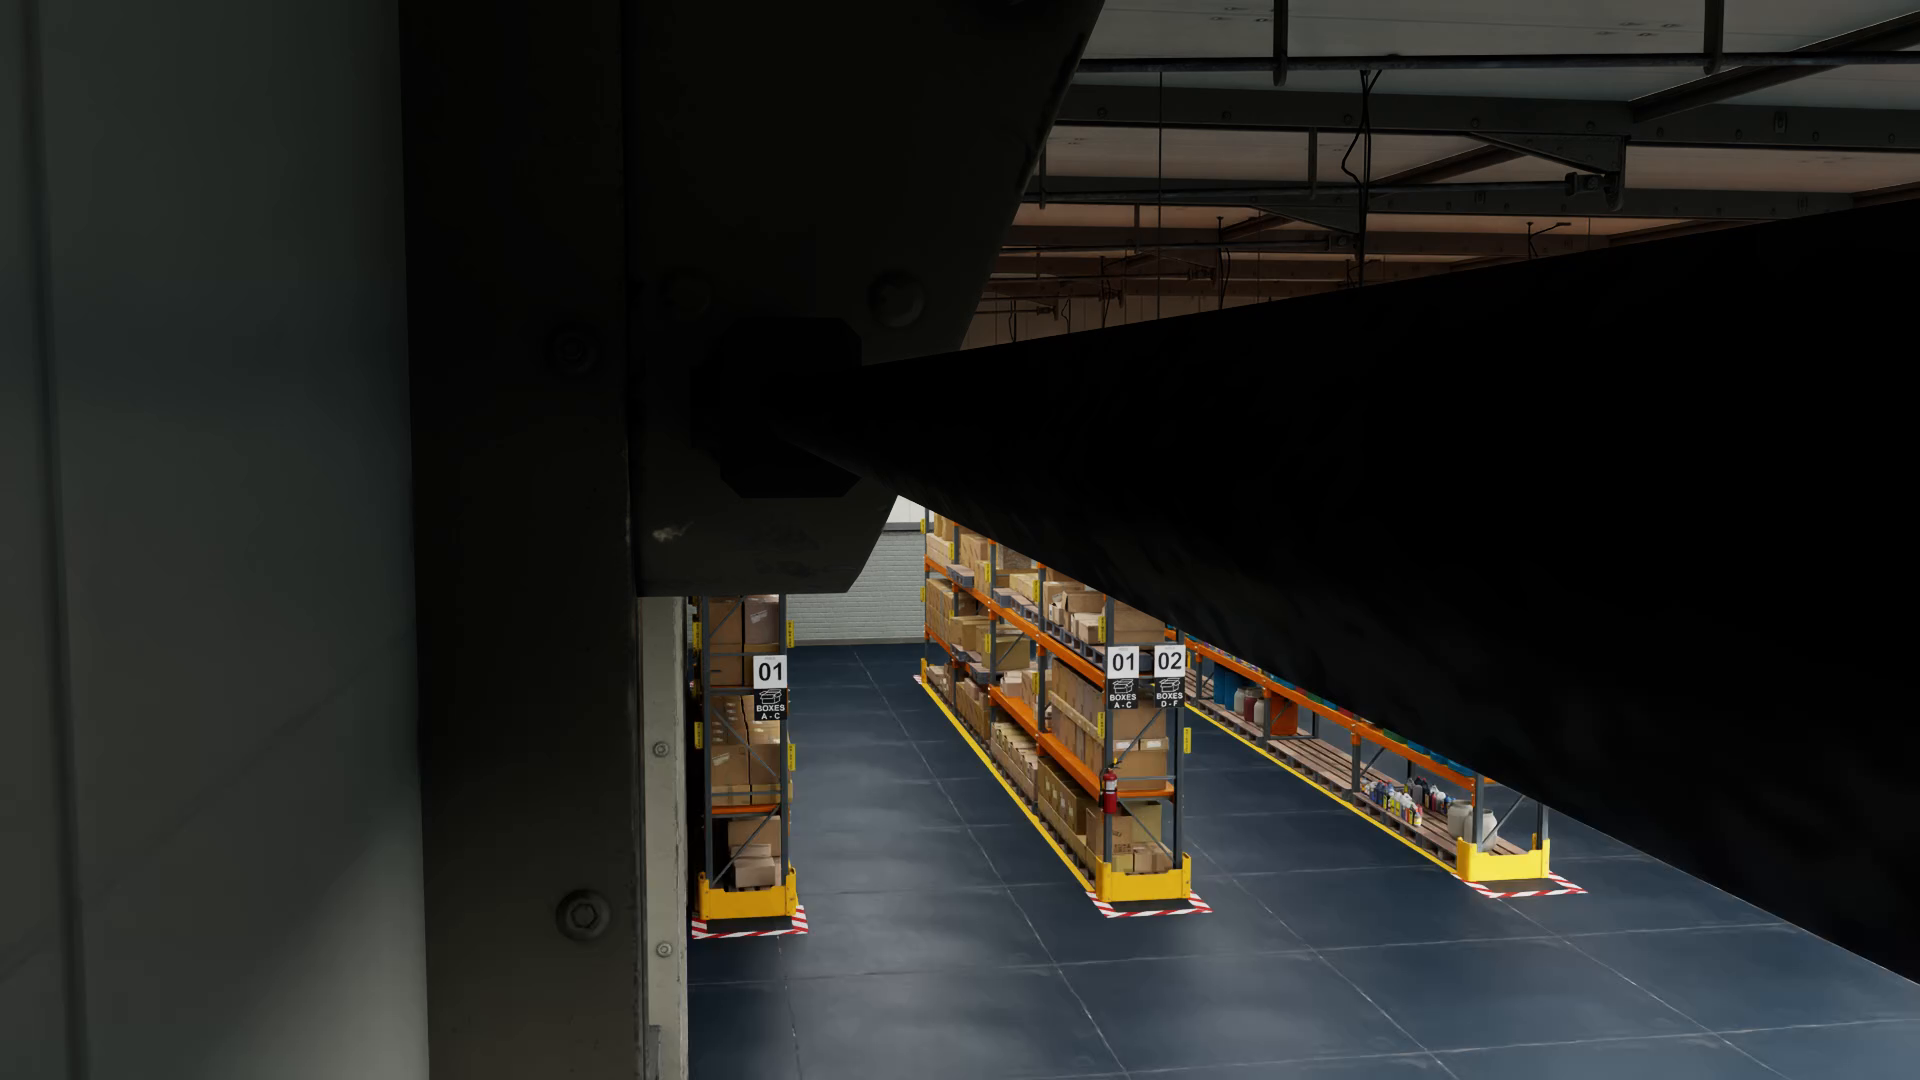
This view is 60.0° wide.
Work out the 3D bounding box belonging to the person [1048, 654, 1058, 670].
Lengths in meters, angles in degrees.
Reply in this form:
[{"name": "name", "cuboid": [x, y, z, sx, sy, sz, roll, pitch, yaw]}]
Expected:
[{"name": "person", "cuboid": [2.283, 2.135, 37.657, 0.728, 1.759, 0.589, -1, 5, -6]}]
